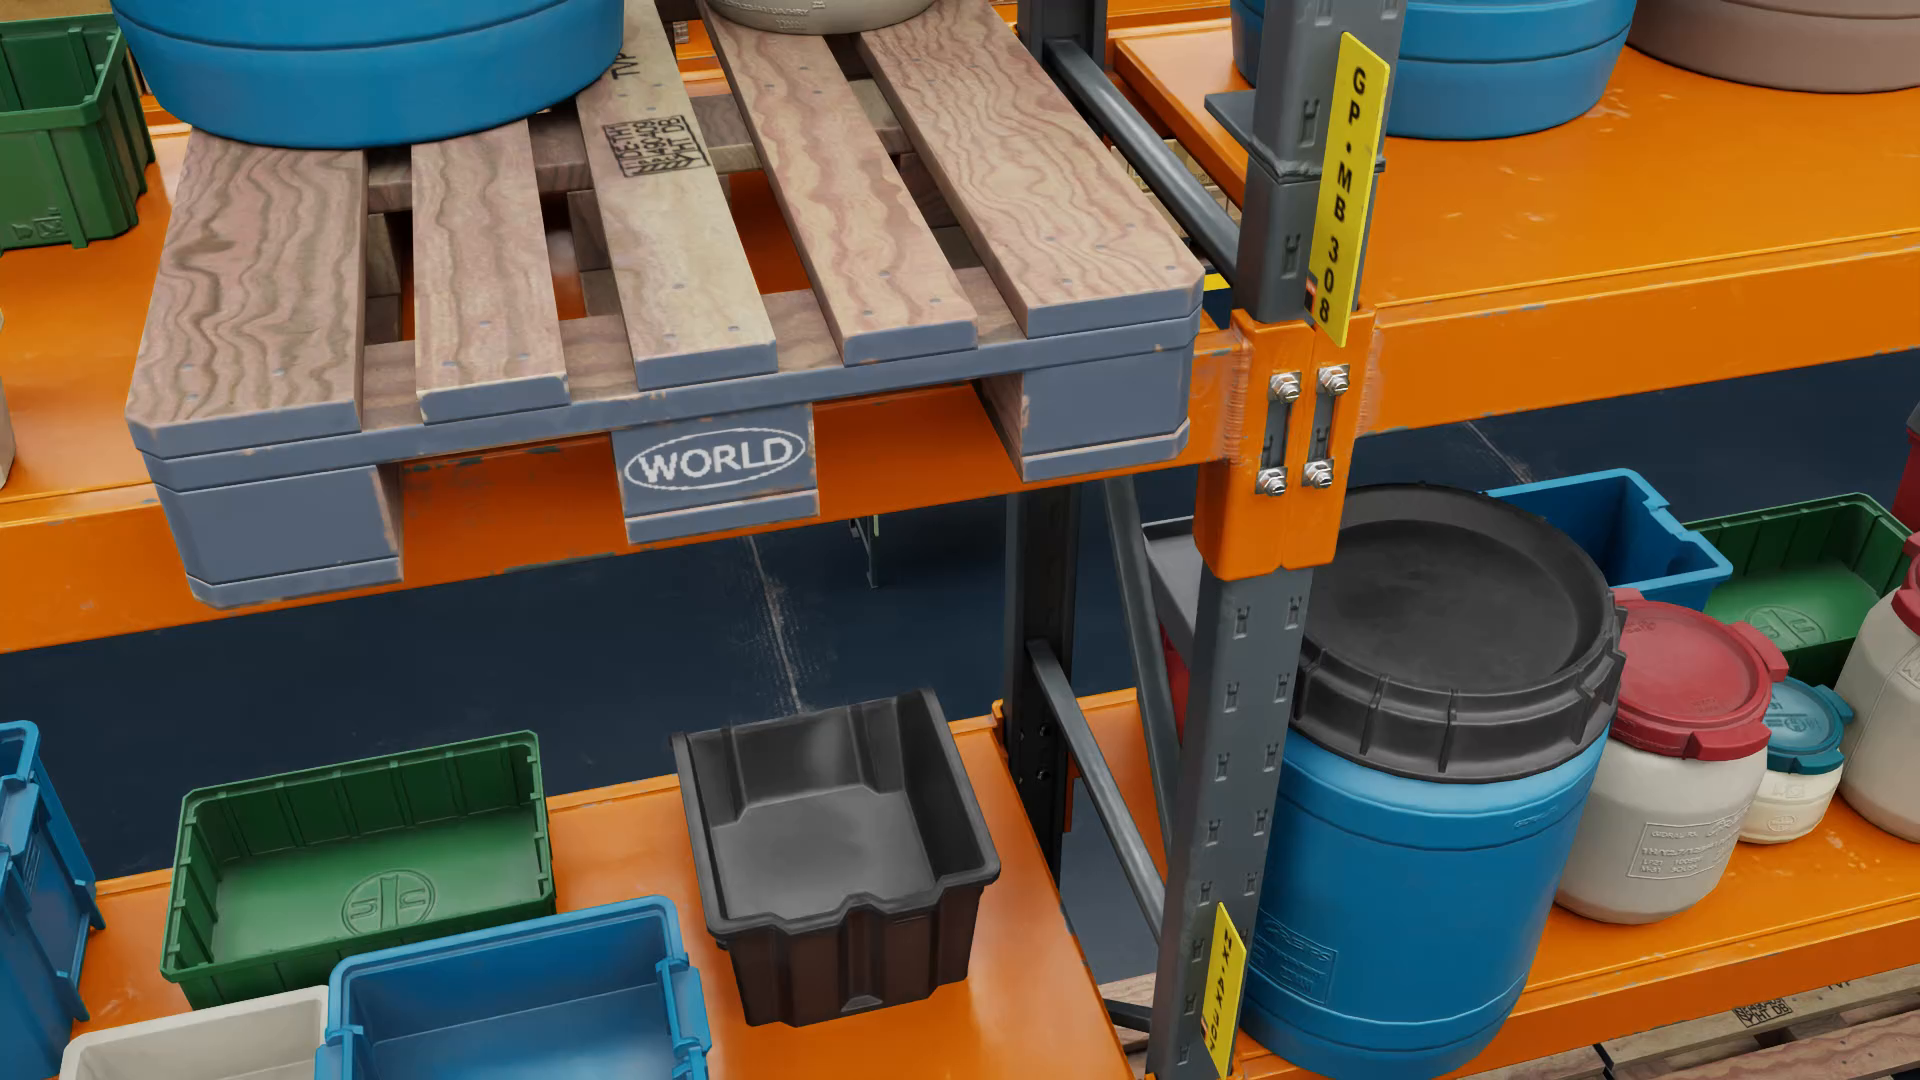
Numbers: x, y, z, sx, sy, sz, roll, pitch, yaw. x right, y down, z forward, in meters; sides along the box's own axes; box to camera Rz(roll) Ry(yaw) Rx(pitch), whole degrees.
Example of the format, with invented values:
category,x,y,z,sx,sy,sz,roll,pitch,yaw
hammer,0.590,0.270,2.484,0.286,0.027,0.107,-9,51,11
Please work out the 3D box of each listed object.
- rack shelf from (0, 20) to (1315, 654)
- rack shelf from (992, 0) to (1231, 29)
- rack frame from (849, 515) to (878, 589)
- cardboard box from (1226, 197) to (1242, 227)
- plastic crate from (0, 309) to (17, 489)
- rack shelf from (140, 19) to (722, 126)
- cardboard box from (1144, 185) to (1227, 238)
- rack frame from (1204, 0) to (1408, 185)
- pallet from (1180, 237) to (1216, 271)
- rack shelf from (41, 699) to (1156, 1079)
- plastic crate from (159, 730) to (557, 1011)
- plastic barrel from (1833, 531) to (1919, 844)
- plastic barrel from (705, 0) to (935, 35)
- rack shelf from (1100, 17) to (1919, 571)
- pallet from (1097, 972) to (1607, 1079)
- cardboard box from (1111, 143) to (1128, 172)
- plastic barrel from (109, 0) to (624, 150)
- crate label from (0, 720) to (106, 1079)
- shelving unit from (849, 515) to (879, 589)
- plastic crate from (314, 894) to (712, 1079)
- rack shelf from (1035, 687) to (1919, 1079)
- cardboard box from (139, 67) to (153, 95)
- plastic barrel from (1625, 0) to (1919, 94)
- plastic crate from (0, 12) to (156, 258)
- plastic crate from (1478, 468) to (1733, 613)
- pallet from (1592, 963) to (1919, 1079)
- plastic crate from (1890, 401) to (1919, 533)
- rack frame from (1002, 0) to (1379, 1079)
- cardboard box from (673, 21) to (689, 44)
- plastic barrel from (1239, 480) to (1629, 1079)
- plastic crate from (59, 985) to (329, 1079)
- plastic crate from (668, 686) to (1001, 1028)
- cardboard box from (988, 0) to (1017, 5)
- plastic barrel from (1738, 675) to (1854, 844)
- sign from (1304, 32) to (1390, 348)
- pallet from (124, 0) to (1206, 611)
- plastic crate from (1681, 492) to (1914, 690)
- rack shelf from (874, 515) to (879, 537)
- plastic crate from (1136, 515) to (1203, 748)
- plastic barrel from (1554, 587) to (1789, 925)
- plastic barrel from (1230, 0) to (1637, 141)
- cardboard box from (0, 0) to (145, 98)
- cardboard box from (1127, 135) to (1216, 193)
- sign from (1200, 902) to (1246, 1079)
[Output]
category,x,y,z,sx,sy,sz,roll,pitch,yaw
rack shelf,-1.651,-0.089,2.021,4.000,0.370,1.077,-9,38,-12
rack shelf,0.923,-2.437,7.560,4.000,0.370,1.077,-9,38,-12
rack frame,-0.360,-0.537,5.717,0.023,1.500,0.400,-9,38,-12
cardboard box,1.427,-1.727,7.956,0.500,0.250,0.500,-8,38,-11
plastic crate,-1.164,-0.096,1.654,0.396,0.136,0.243,-9,38,-12
rack shelf,-2.939,-1.804,6.731,4.000,0.370,1.077,-9,38,-12
cardboard box,0.931,-1.643,7.847,0.500,0.250,0.500,-9,38,-11
rack frame,0.280,-1.883,1.305,0.127,3.000,1.000,-9,38,-12
pallet,0.873,-1.634,8.212,1.213,0.211,1.003,-9,38,-12
rack shelf,-1.651,1.102,2.932,4.000,0.370,1.077,-9,38,-12
plastic crate,-1.104,0.633,3.128,0.662,0.188,0.450,-9,38,-12
plastic barrel,1.969,0.307,3.268,0.433,0.535,0.433,0,37,0
plastic barrel,-0.187,-0.950,2.116,0.421,0.512,0.421,0,37,0
rack shelf,2.211,-0.723,2.849,4.000,0.370,1.077,-9,38,-12
pallet,1.028,1.460,4.168,1.213,0.211,1.003,-9,38,-12
cardboard box,0.440,-1.782,7.567,0.500,0.311,0.500,-11,39,-13
plastic barrel,-0.709,-0.963,1.813,0.708,0.901,0.600,-9,38,-12
crate label,-1.875,0.669,2.877,0.616,0.435,0.502,-9,38,-12
shelving unit,-0.006,-0.595,5.793,0.755,1.500,0.431,-9,38,-12
plastic crate,-0.718,0.893,2.736,0.616,0.251,0.499,-9,38,-12
rack shelf,2.211,0.469,3.761,4.000,0.370,1.077,-9,38,-12
cardboard box,-2.922,-2.126,6.478,0.500,0.500,0.700,-8,38,-11
plastic barrel,1.346,-1.202,2.471,0.600,0.901,0.600,0,37,0
plastic crate,-1.314,-0.517,2.163,0.450,0.188,0.336,-9,38,-12
plastic crate,1.264,0.149,3.600,0.575,0.384,0.392,-9,38,-12
pallet,2.208,1.265,4.423,1.213,0.211,1.003,-9,38,-12
plastic crate,2.502,-0.083,3.837,0.583,0.464,0.402,-9,38,-12
rack frame,0.280,0.500,3.128,0.127,3.000,1.000,-9,38,-12
cardboard box,-1.435,-2.372,6.800,0.500,0.500,0.700,-10,39,-13
plastic barrel,0.732,0.417,2.823,0.708,0.901,0.600,-9,38,-12
plastic crate,-1.222,1.010,2.678,0.437,0.136,0.530,-9,38,-12
plastic crate,-0.259,0.533,3.136,0.504,0.338,0.767,-9,38,-12
cardboard box,0.246,-2.642,7.152,0.500,0.500,0.500,-7,38,-9
plastic barrel,1.598,0.435,3.326,0.301,0.262,0.301,0,37,0
sign,0.413,-0.371,1.790,0.005,0.325,0.100,-9,38,-12
pallet,-0.391,-0.445,2.050,1.003,0.211,1.213,-9,38,-12
plastic crate,1.888,0.142,3.769,0.662,0.188,0.450,-9,38,-12
rack shelf,-0.006,-0.336,5.991,0.720,0.370,0.431,-9,38,-12
plastic crate,0.668,0.218,3.443,0.583,0.464,0.402,-9,38,-12
plastic barrel,1.261,0.423,3.117,0.433,0.535,0.433,0,37,0
plastic barrel,0.714,-1.099,2.336,0.708,0.901,0.600,-9,38,-12
cardboard box,-3.429,-2.040,6.366,0.500,0.500,0.700,-9,38,-12
cardboard box,0.940,-1.867,7.678,0.500,0.311,0.500,-8,38,-11
sign,0.413,0.714,2.620,0.005,0.325,0.100,-9,38,-12
